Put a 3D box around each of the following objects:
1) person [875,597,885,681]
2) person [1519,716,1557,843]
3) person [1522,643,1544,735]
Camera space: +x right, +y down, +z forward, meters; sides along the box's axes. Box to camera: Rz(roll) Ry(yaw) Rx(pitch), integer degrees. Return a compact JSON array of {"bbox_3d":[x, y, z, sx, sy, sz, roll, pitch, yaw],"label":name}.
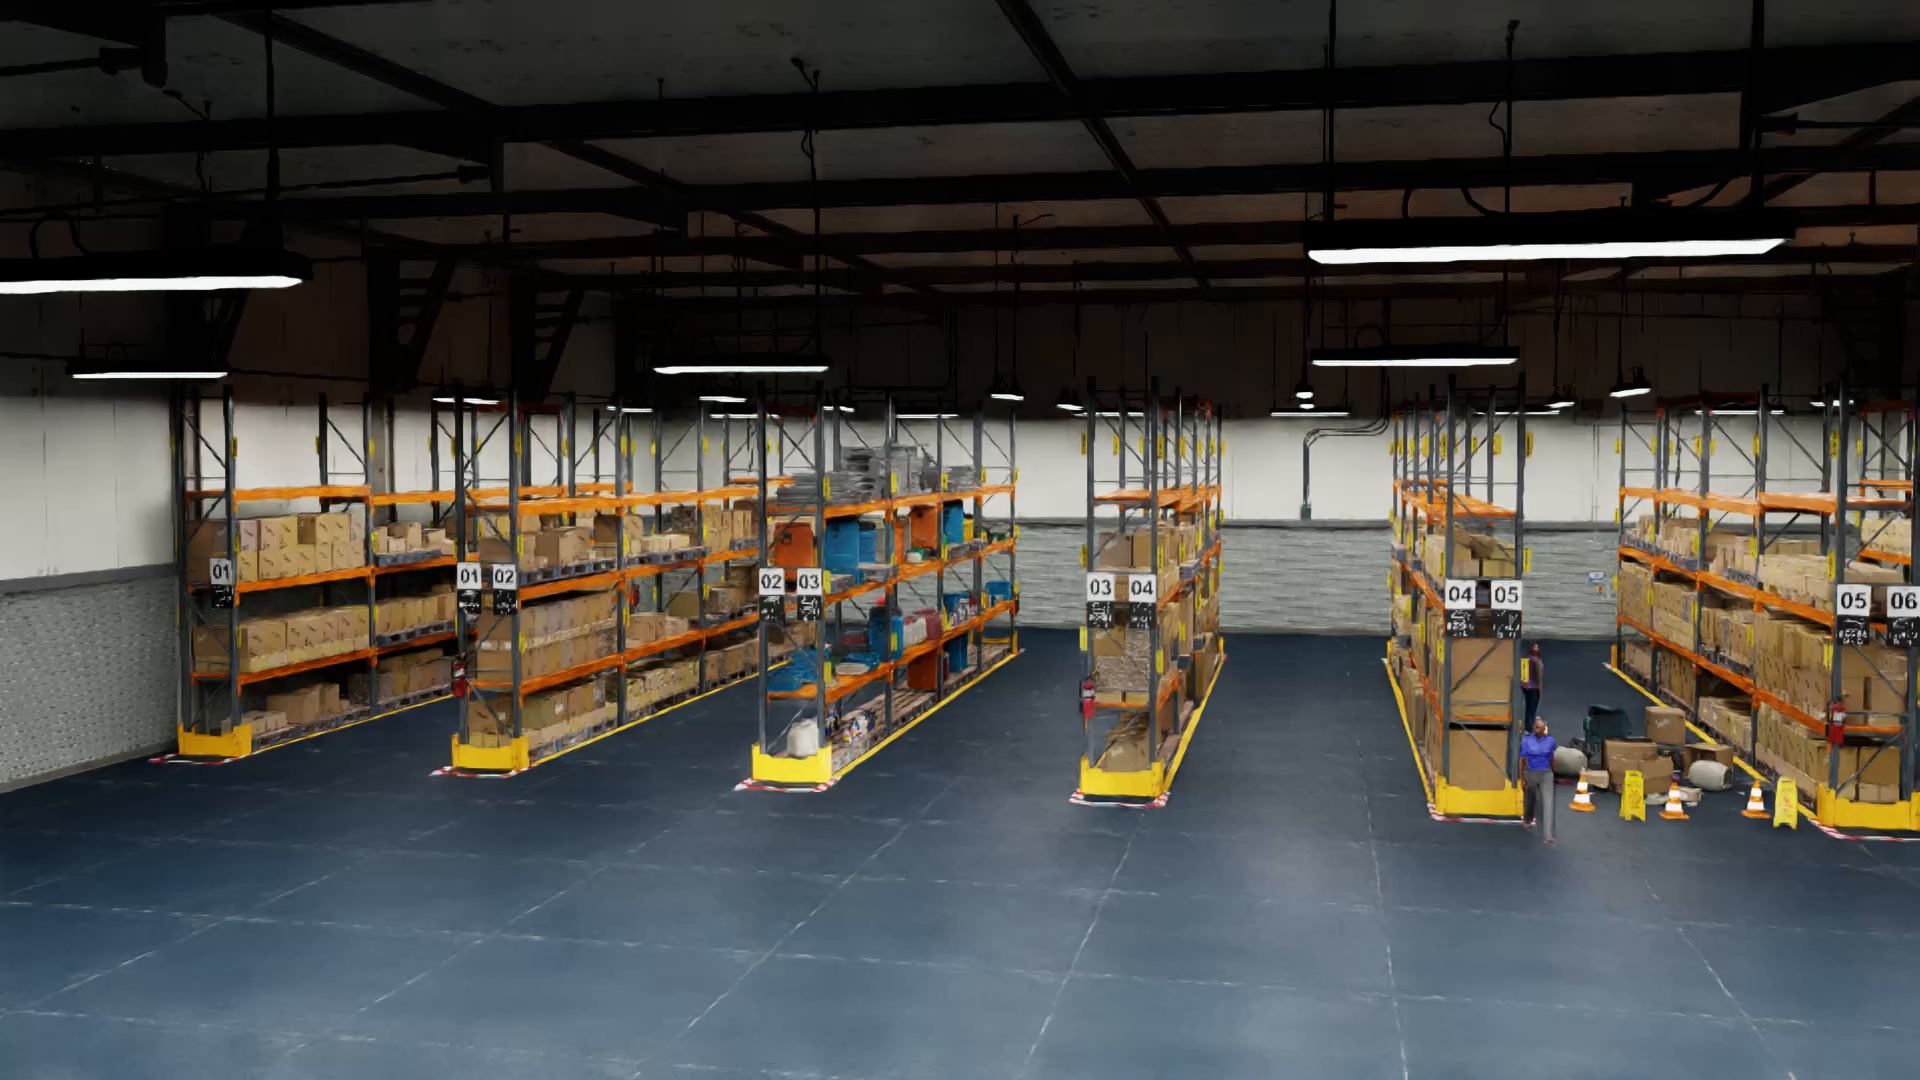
[{"bbox_3d":[-1.668,2.103,35.550,0.550,1.787,0.628,2,4,31],"label":"person"},{"bbox_3d":[7.362,3.009,21.216,0.447,1.574,1.088,1,3,14],"label":"person"},{"bbox_3d":[9.940,2.578,28.772,0.420,1.602,0.506,-1,3,-12],"label":"person"}]
